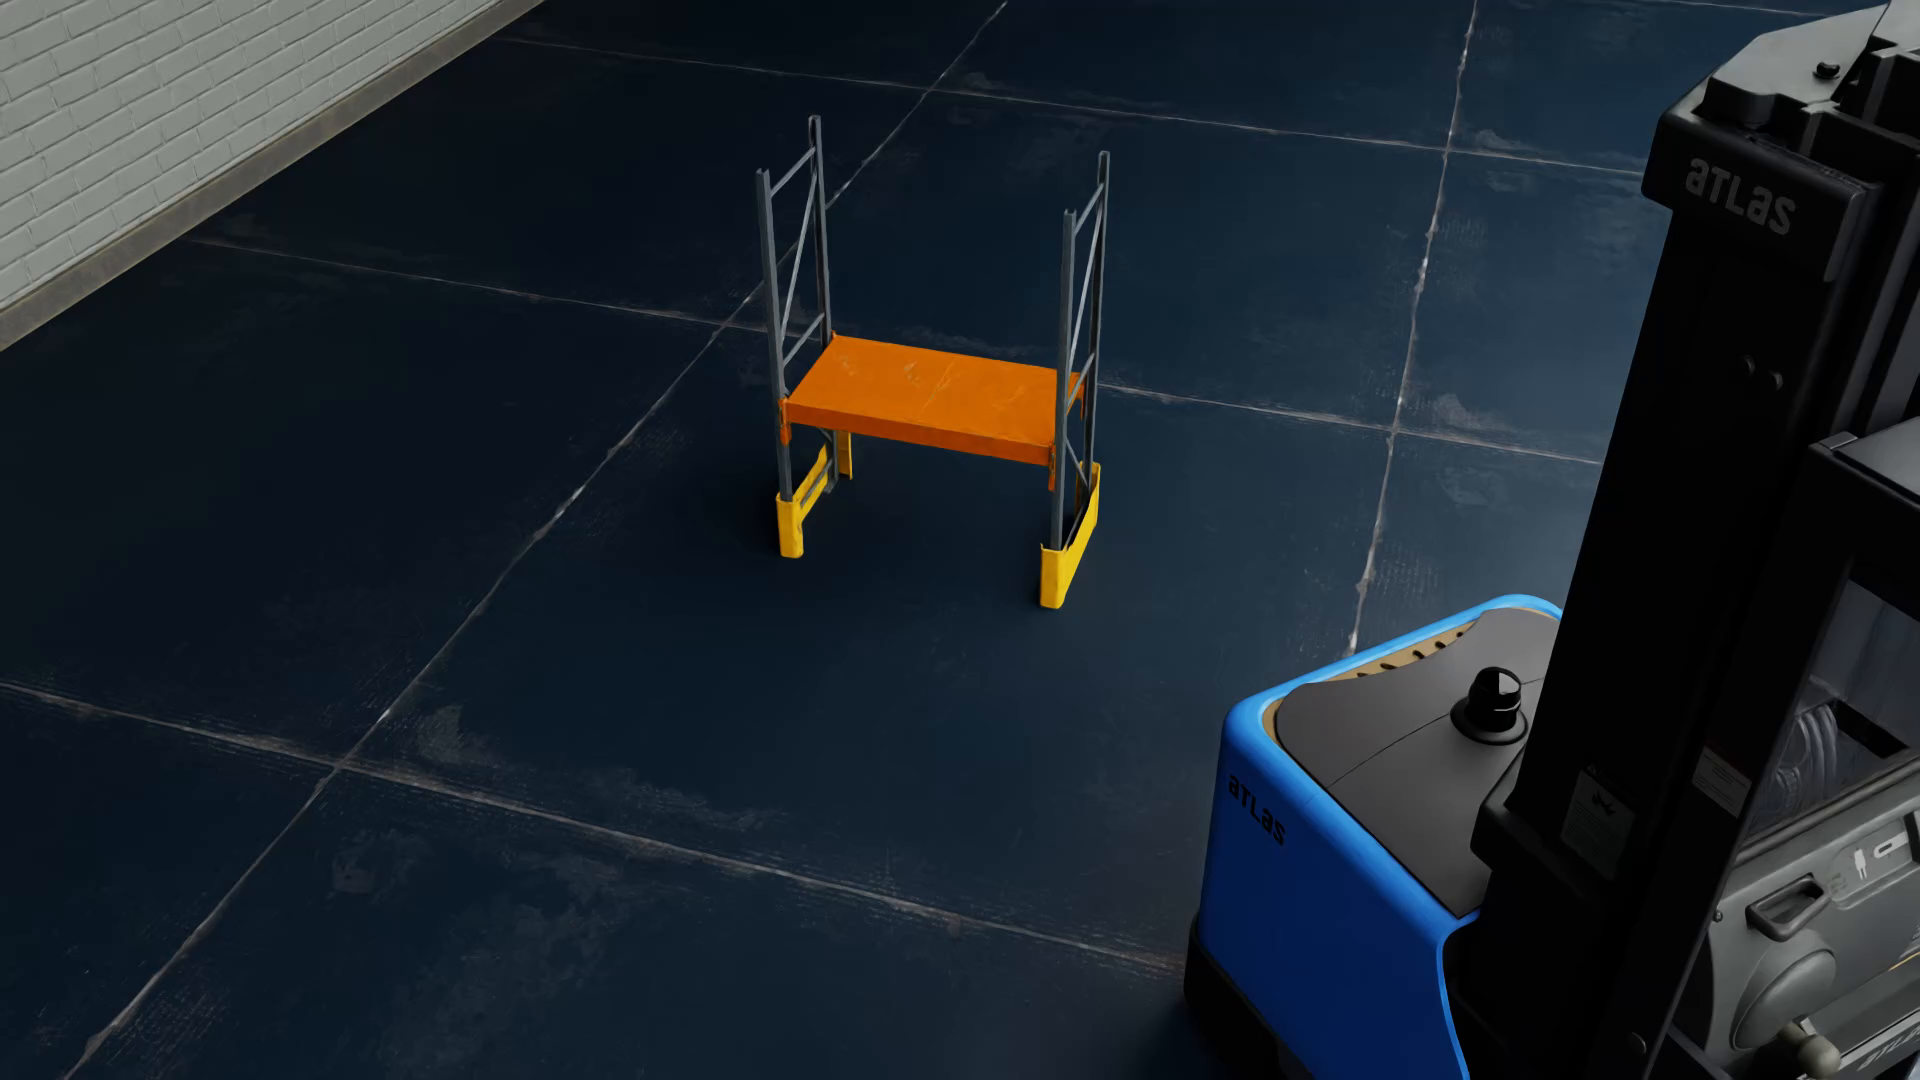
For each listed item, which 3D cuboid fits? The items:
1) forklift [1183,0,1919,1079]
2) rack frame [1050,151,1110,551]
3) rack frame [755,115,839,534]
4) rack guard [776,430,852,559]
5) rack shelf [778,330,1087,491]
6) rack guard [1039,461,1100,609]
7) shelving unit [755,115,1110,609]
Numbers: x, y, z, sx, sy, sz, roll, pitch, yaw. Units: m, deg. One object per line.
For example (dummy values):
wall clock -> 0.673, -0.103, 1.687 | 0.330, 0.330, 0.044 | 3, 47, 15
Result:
forklift -> 1.755, 0.703, 2.822 | 1.130, 2.935, 3.031 | -18, 40, -23
rack frame -> 0.404, -0.529, 5.704 | 0.032, 1.500, 0.500 | 10, 38, 14
rack frame -> -0.567, -0.709, 5.948 | 0.032, 1.500, 0.500 | 10, 38, 14
rack guard -> -0.548, -0.202, 6.314 | 0.087, 0.250, 0.587 | 10, 38, 14
rack shelf -> -0.081, -0.474, 5.933 | 1.000, 0.185, 0.538 | 10, 38, 14
rack guard -> 0.403, -0.026, 6.075 | 0.087, 0.250, 0.587 | 10, 38, 14
shelving unit -> -0.073, -0.618, 5.824 | 1.083, 1.500, 0.587 | 10, 38, 14
